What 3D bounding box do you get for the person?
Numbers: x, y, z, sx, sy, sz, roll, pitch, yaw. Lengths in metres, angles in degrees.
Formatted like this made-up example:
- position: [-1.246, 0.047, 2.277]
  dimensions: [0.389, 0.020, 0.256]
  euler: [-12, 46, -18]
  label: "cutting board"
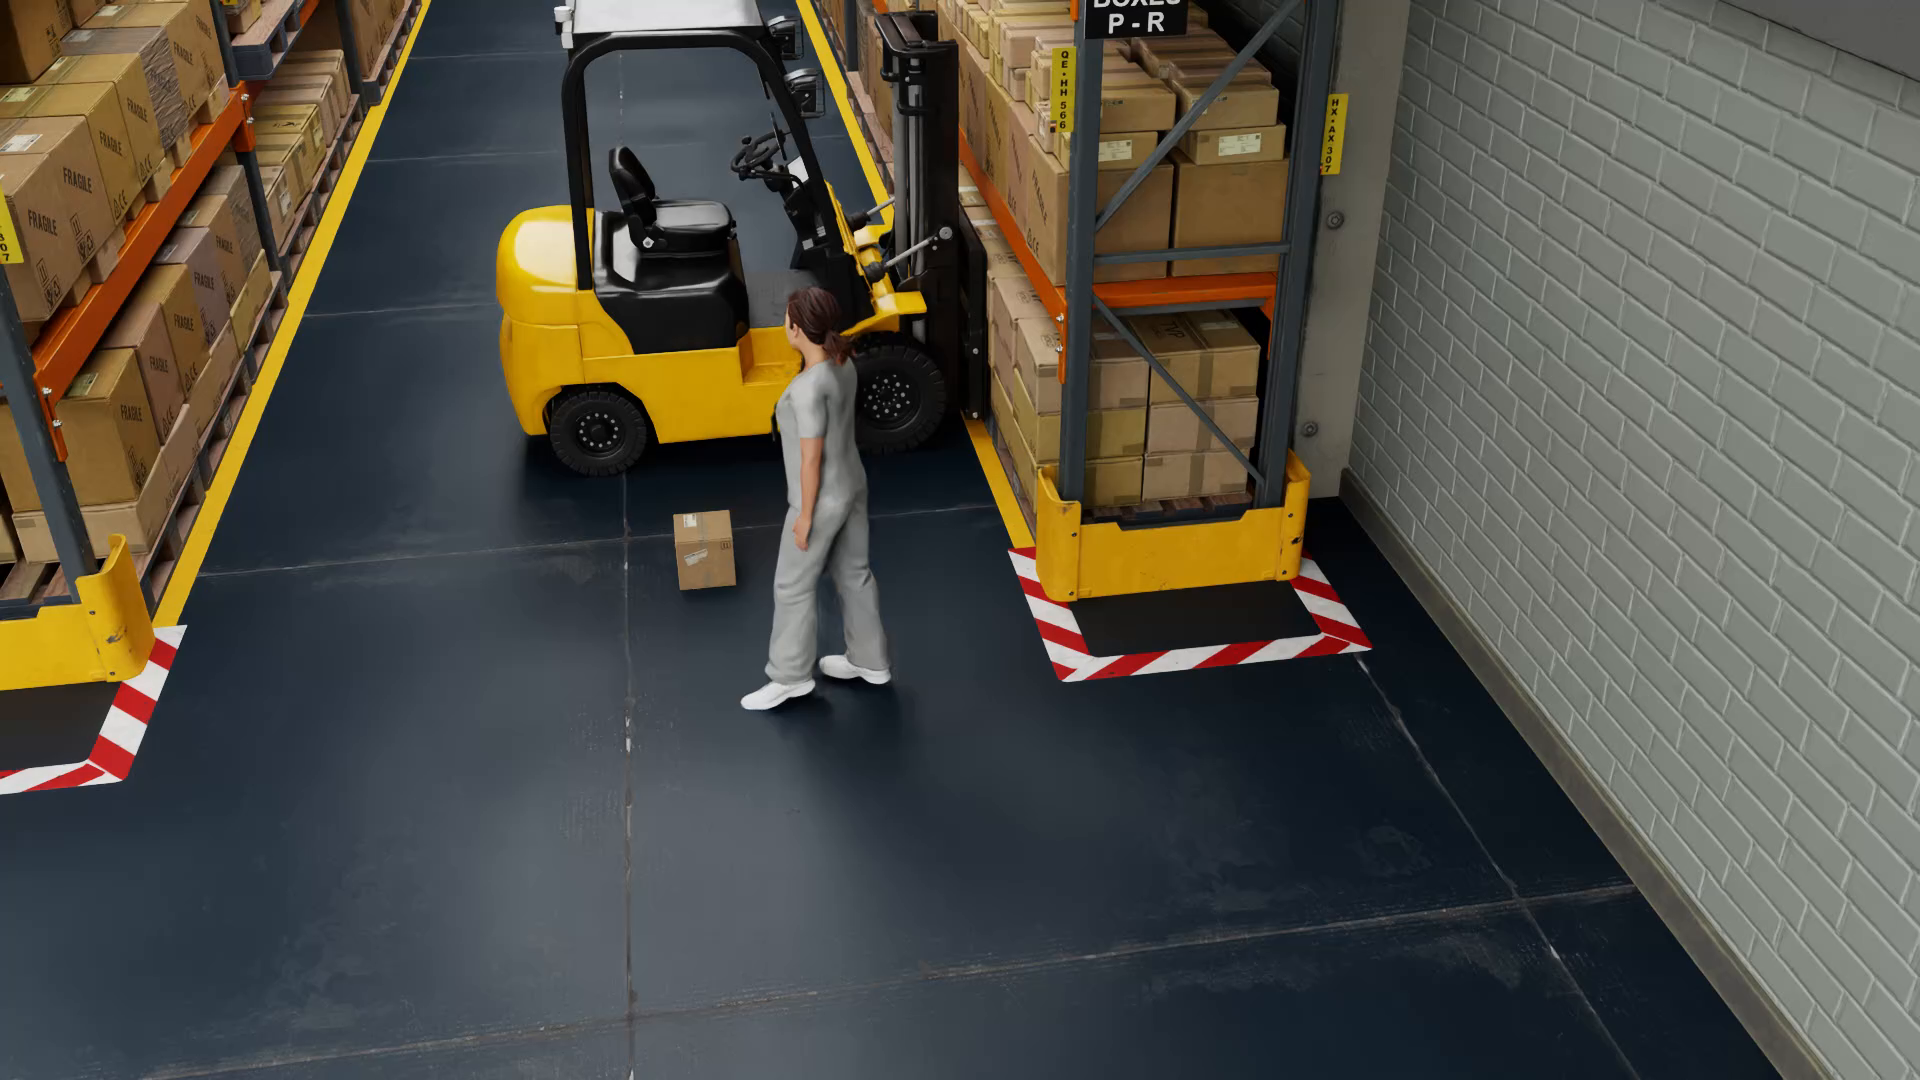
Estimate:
- position: [-0.546, -0.137, 6.371]
  dimensions: [0.530, 1.699, 0.557]
  euler: [10, 32, 16]
  label: "person"
